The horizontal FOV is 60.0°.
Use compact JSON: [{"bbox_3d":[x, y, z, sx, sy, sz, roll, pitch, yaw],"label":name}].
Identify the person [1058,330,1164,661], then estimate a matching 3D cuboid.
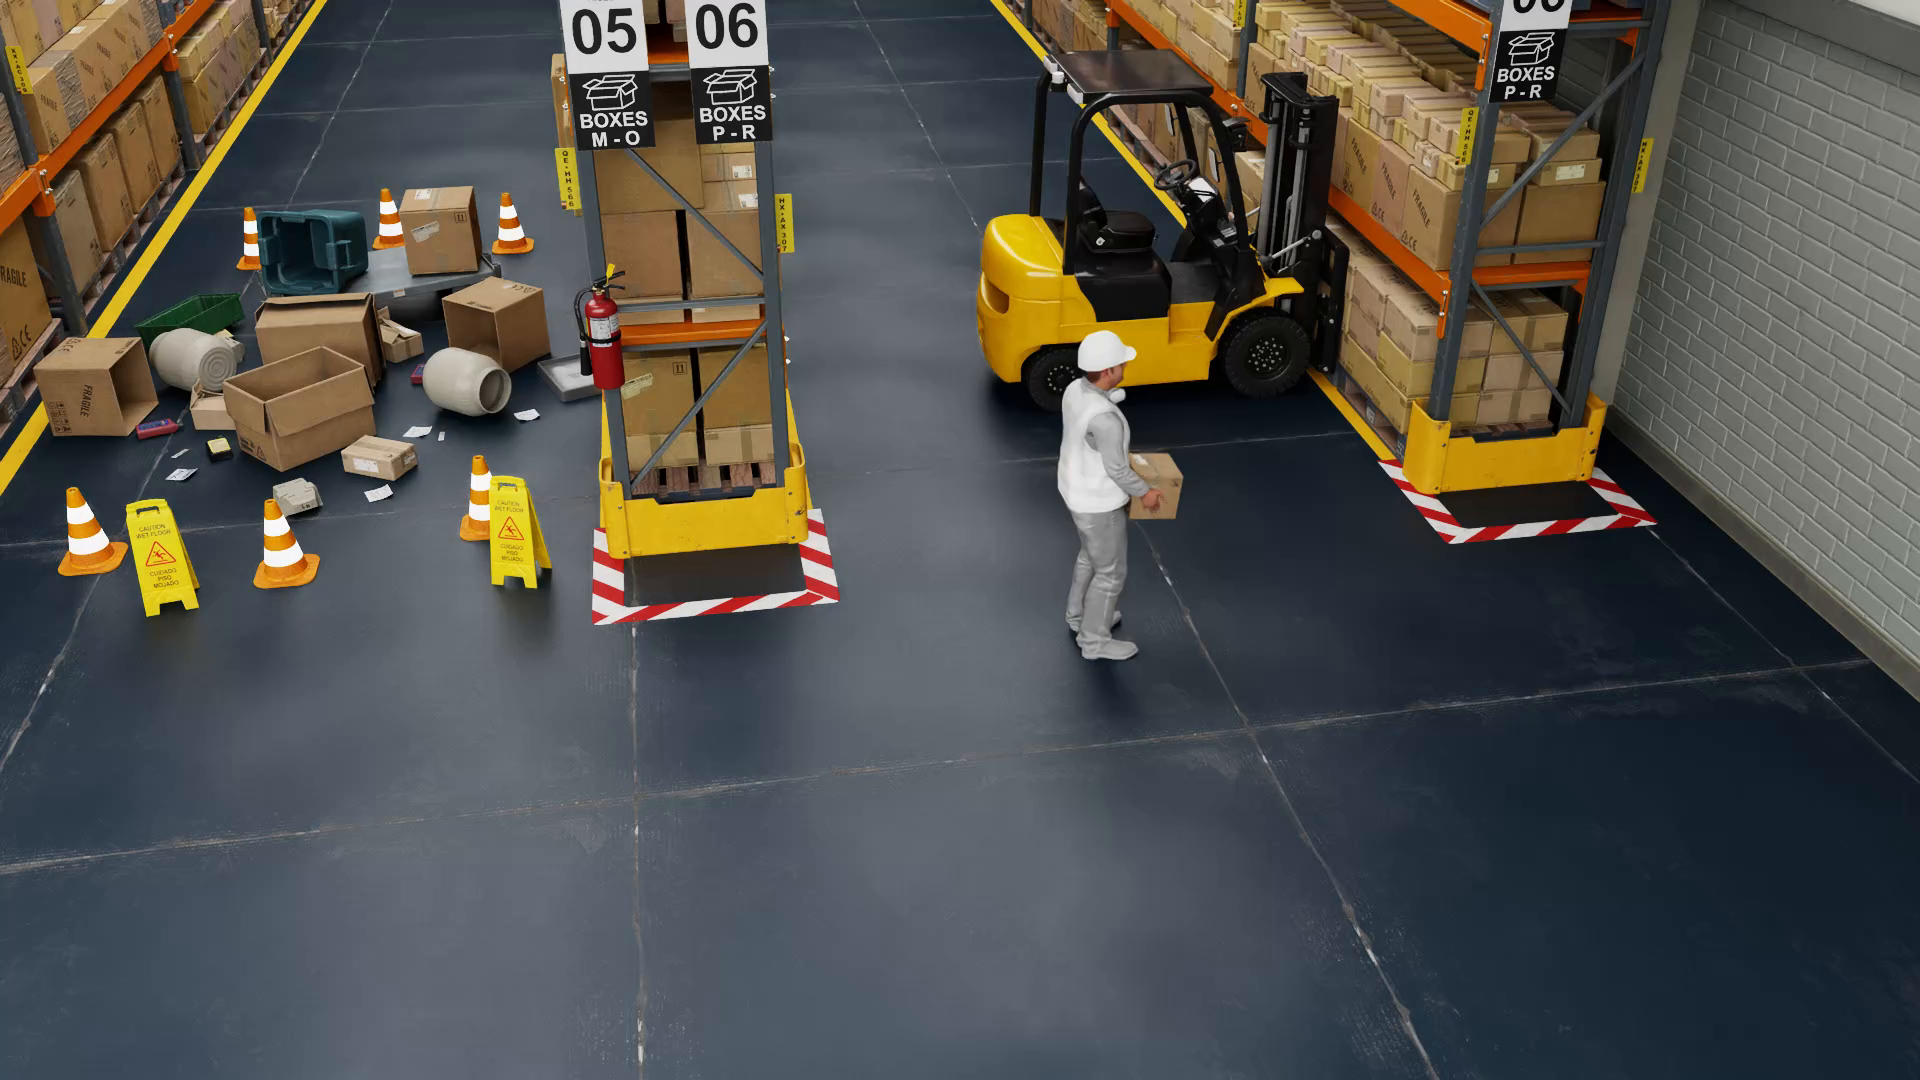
[{"bbox_3d":[0.763,-0.245,8.520,0.513,1.779,0.536,-6,31,-9],"label":"person"}]
